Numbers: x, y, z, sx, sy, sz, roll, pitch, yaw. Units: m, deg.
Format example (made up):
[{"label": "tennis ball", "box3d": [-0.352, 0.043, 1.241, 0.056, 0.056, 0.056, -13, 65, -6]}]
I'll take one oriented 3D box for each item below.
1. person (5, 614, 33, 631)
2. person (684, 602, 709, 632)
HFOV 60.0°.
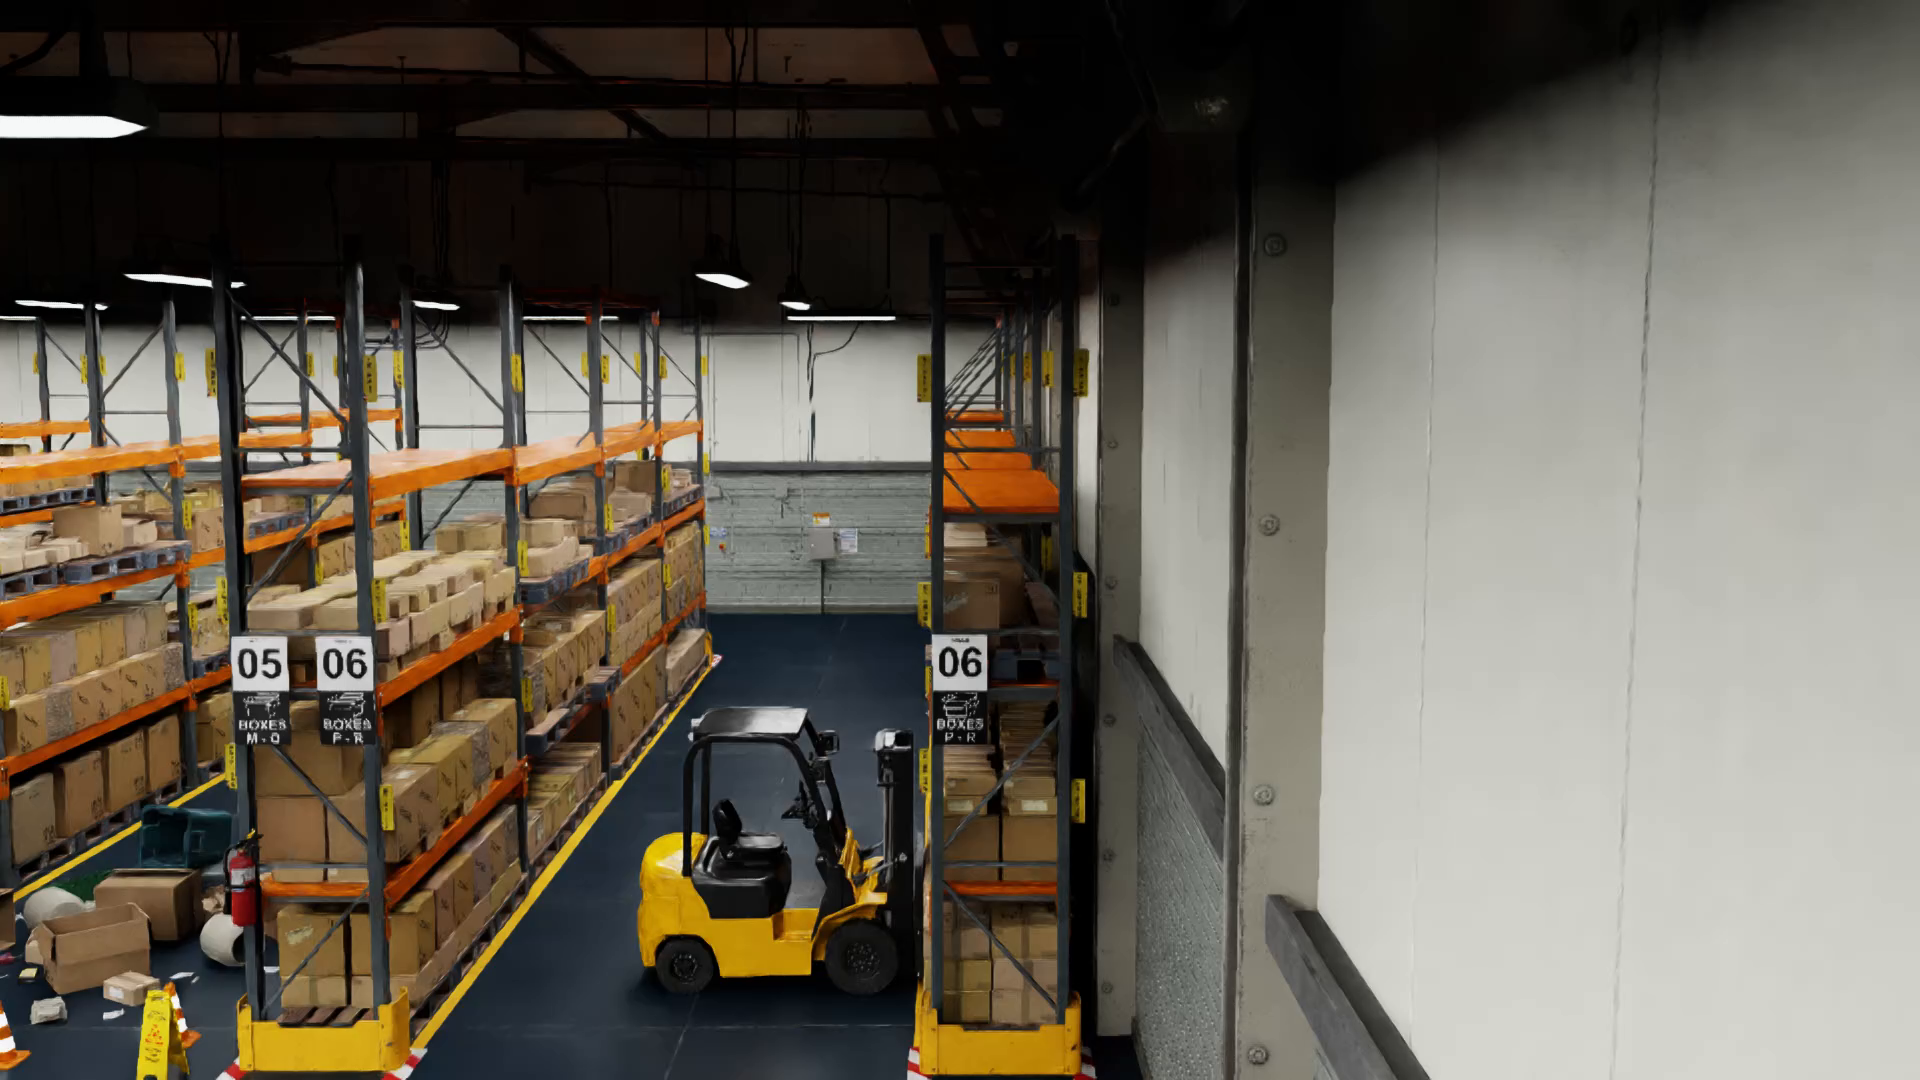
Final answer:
[{"label": "person", "box3d": [-12.898, 1.741, 22.858, 0.498, 1.784, 0.614, 3, 7, 29]}, {"label": "person", "box3d": [-4.726, 1.067, 29.725, 0.516, 1.665, 0.569, -3, 7, -28]}]
